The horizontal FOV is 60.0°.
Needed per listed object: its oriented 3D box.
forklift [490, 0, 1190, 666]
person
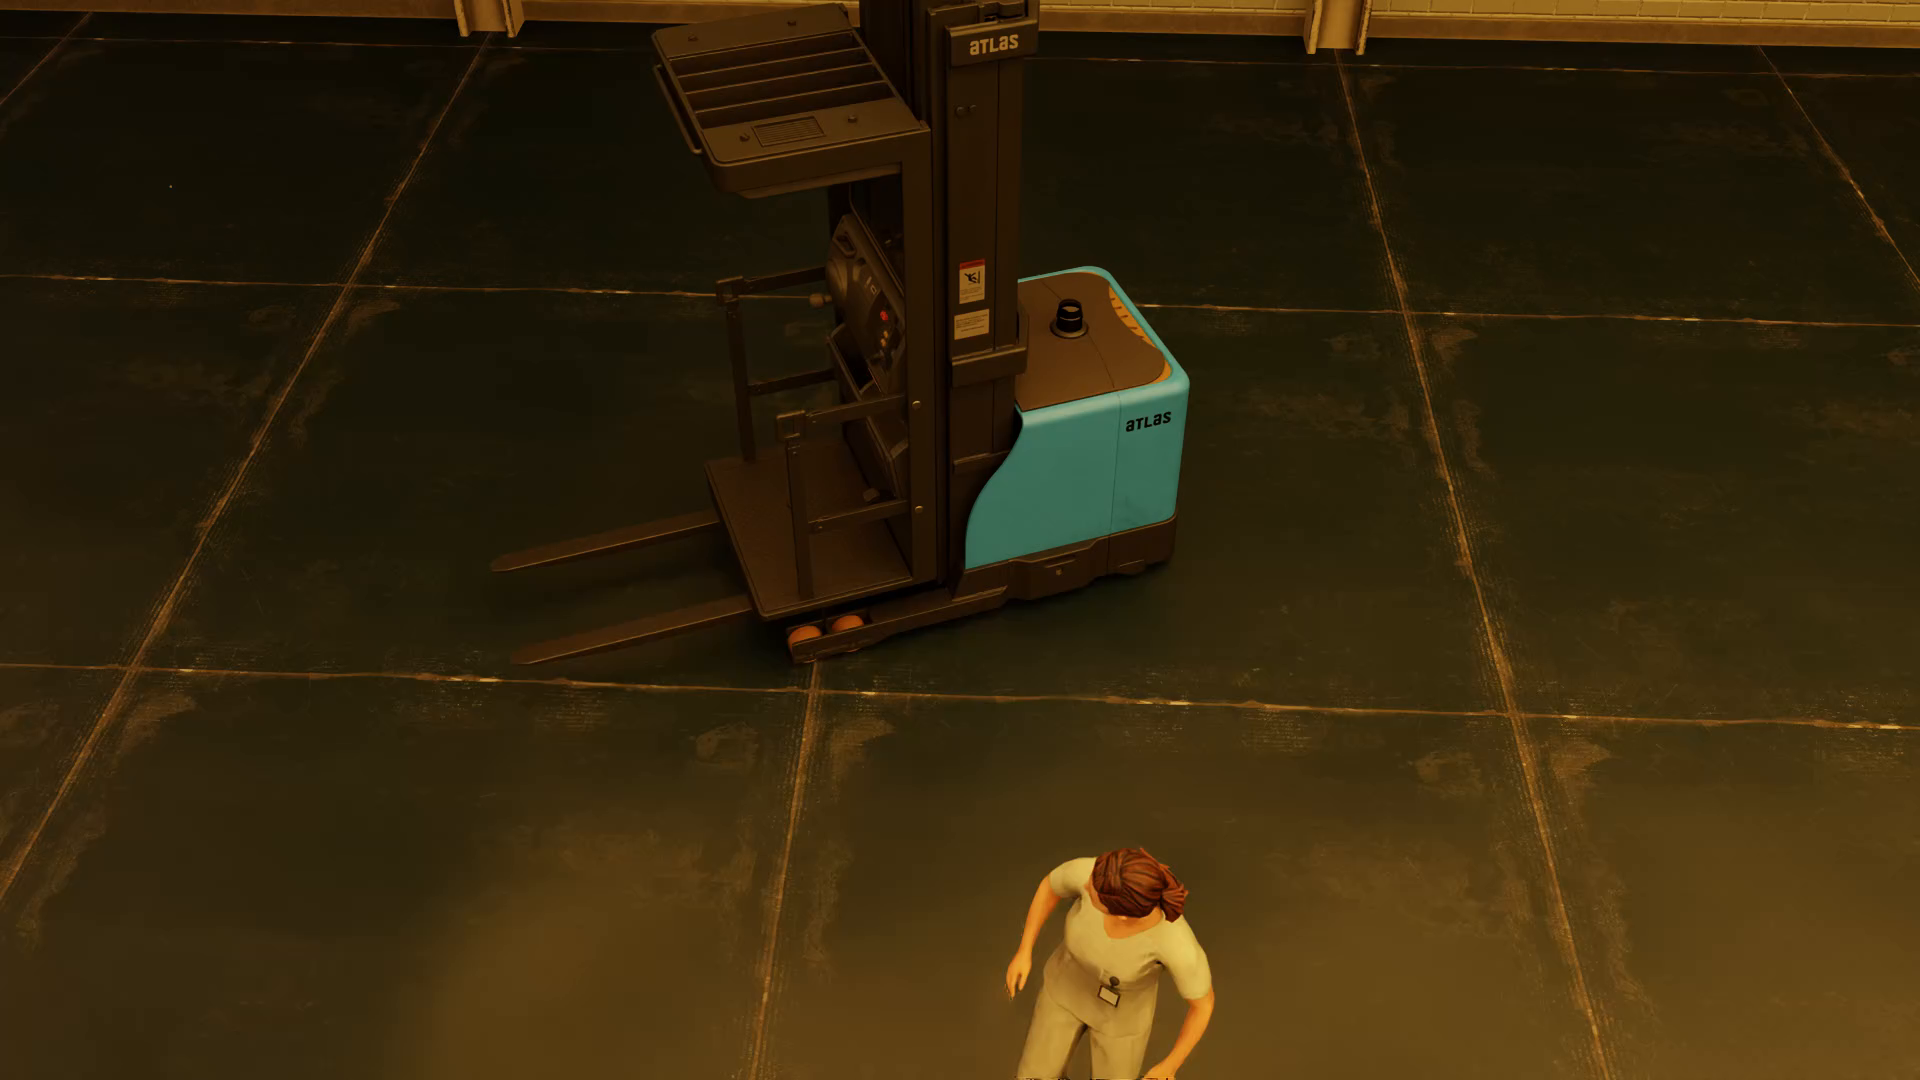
[{"bbox_3d":[-0.573,-0.945,6.778,3.031,2.935,1.130,-13,44,-14],"label":"forklift"},{"bbox_3d":[0.430,1.481,5.083,0.630,1.641,0.478,22,47,22],"label":"person"}]
